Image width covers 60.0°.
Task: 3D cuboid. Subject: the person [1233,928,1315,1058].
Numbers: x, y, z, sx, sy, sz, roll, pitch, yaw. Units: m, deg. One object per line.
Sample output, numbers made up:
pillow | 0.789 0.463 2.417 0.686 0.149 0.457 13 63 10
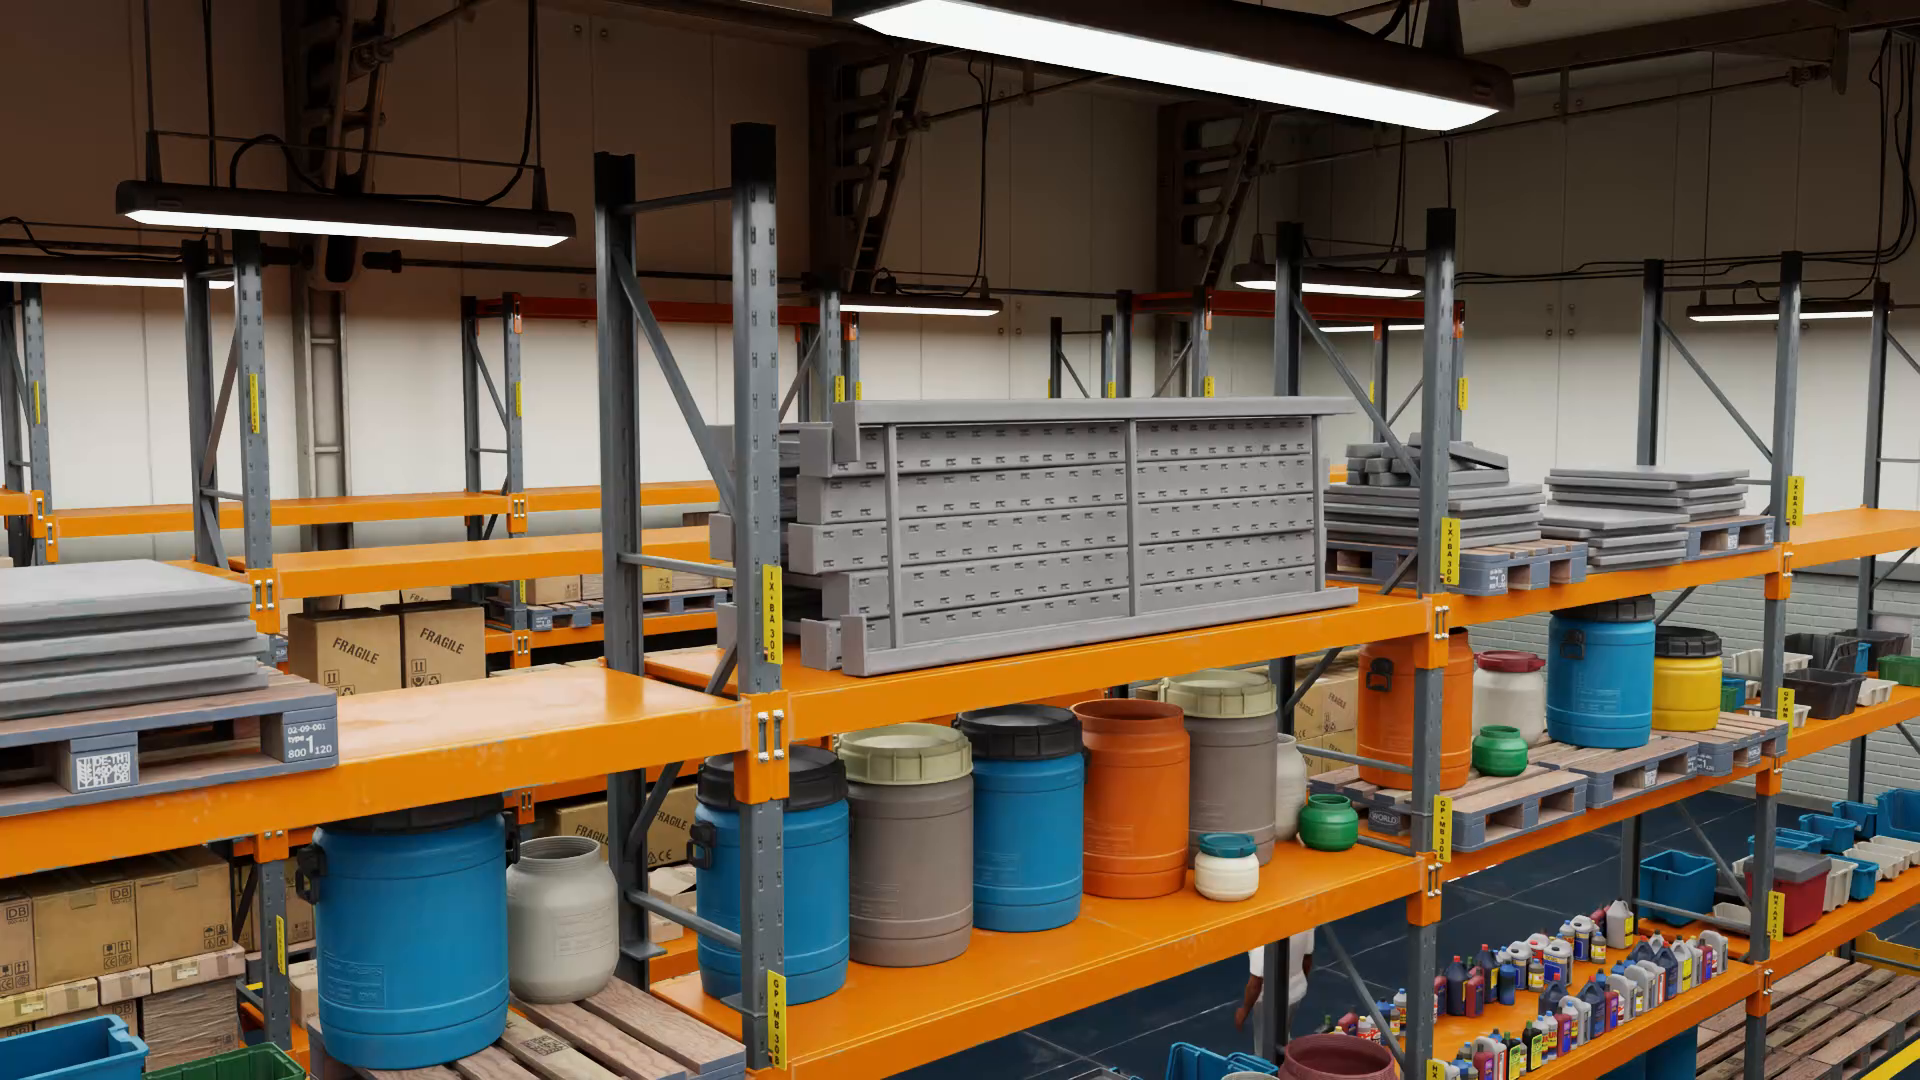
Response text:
person | 2.215 3.191 11.553 0.458 1.760 0.674 4 7 39
